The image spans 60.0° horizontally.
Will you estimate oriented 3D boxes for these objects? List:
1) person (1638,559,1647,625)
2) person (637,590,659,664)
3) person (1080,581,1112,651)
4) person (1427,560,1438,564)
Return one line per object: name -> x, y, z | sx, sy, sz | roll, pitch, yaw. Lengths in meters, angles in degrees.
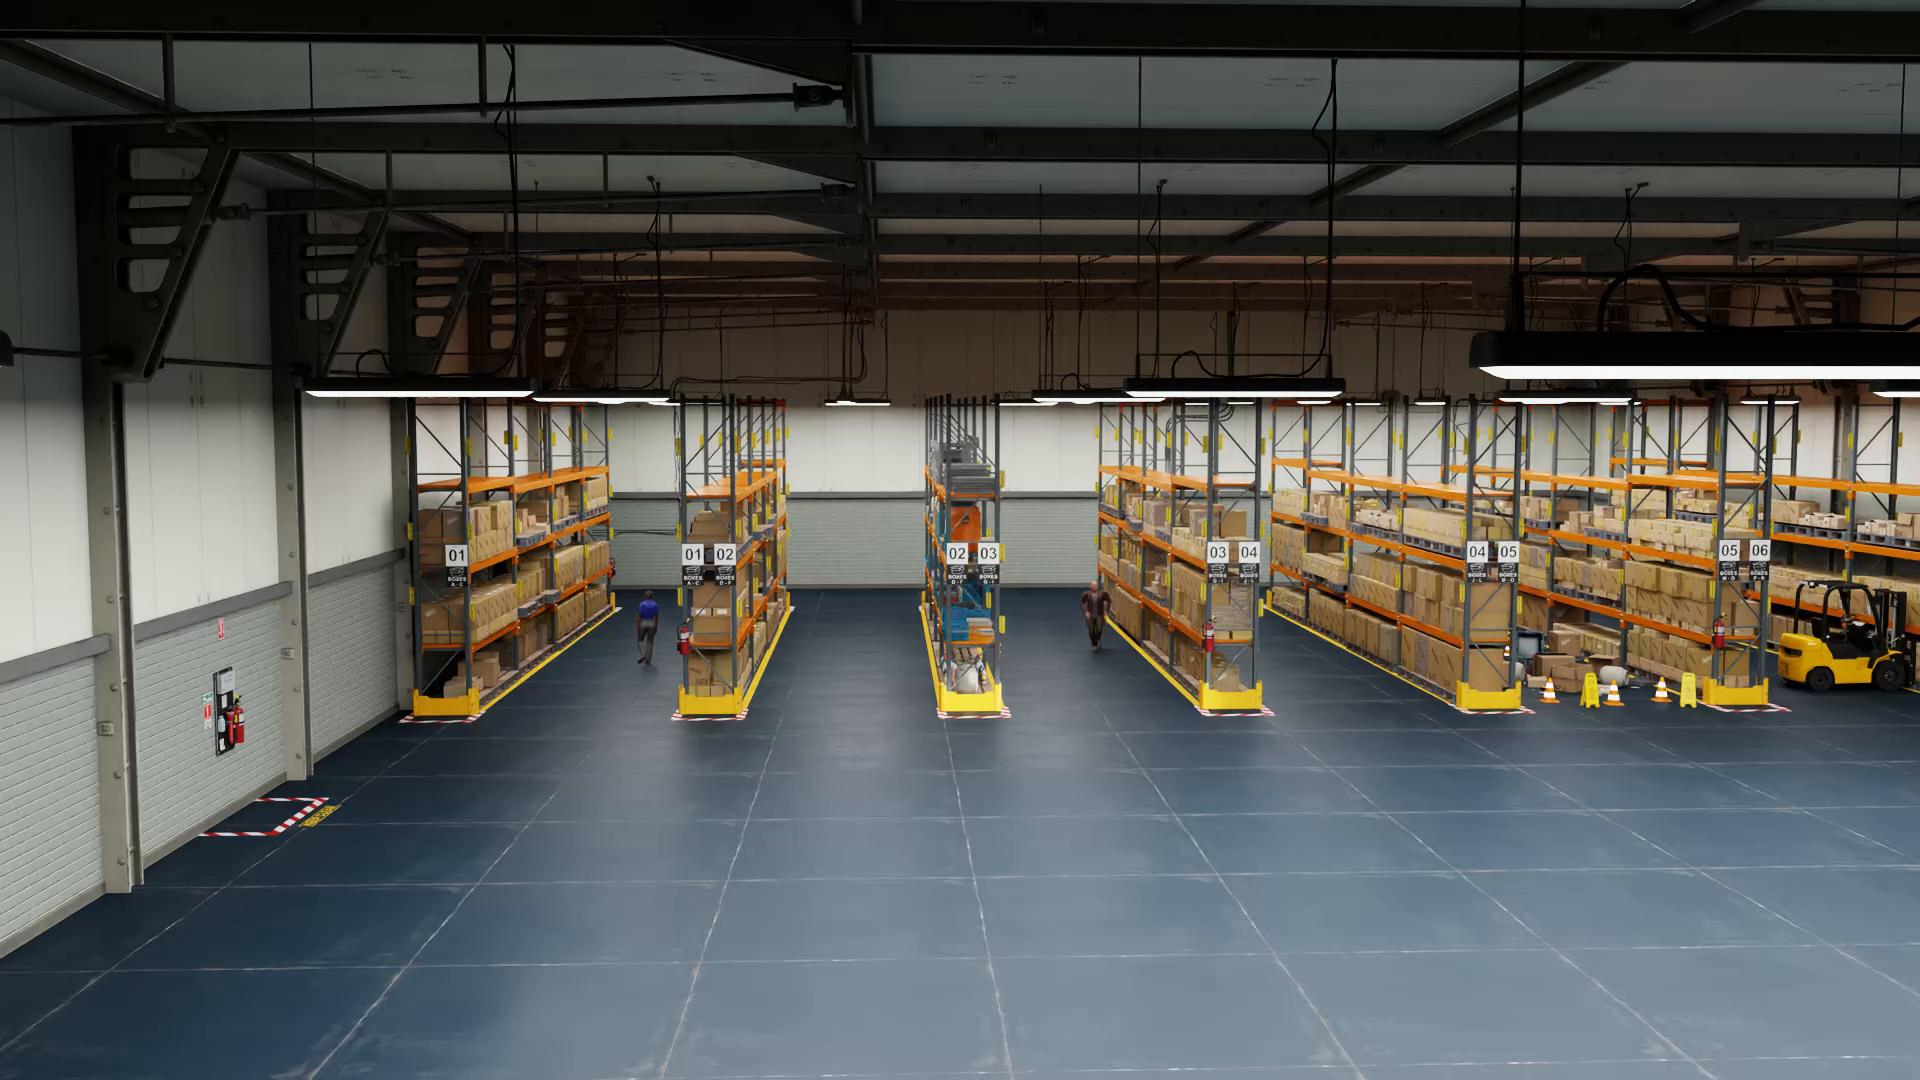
person -> 17.859, 1.393, 43.440 | 0.575, 1.778, 0.436 | -3, 6, -36
person -> -6.977, 1.955, 37.159 | 0.491, 1.656, 0.449 | -1, 5, -15
person -> 3.205, 1.788, 39.272 | 0.751, 1.687, 0.642 | 0, 5, 6
person -> 14.826, 0.772, 51.622 | 1.112, 1.736, 0.571 | -1, 5, -12
